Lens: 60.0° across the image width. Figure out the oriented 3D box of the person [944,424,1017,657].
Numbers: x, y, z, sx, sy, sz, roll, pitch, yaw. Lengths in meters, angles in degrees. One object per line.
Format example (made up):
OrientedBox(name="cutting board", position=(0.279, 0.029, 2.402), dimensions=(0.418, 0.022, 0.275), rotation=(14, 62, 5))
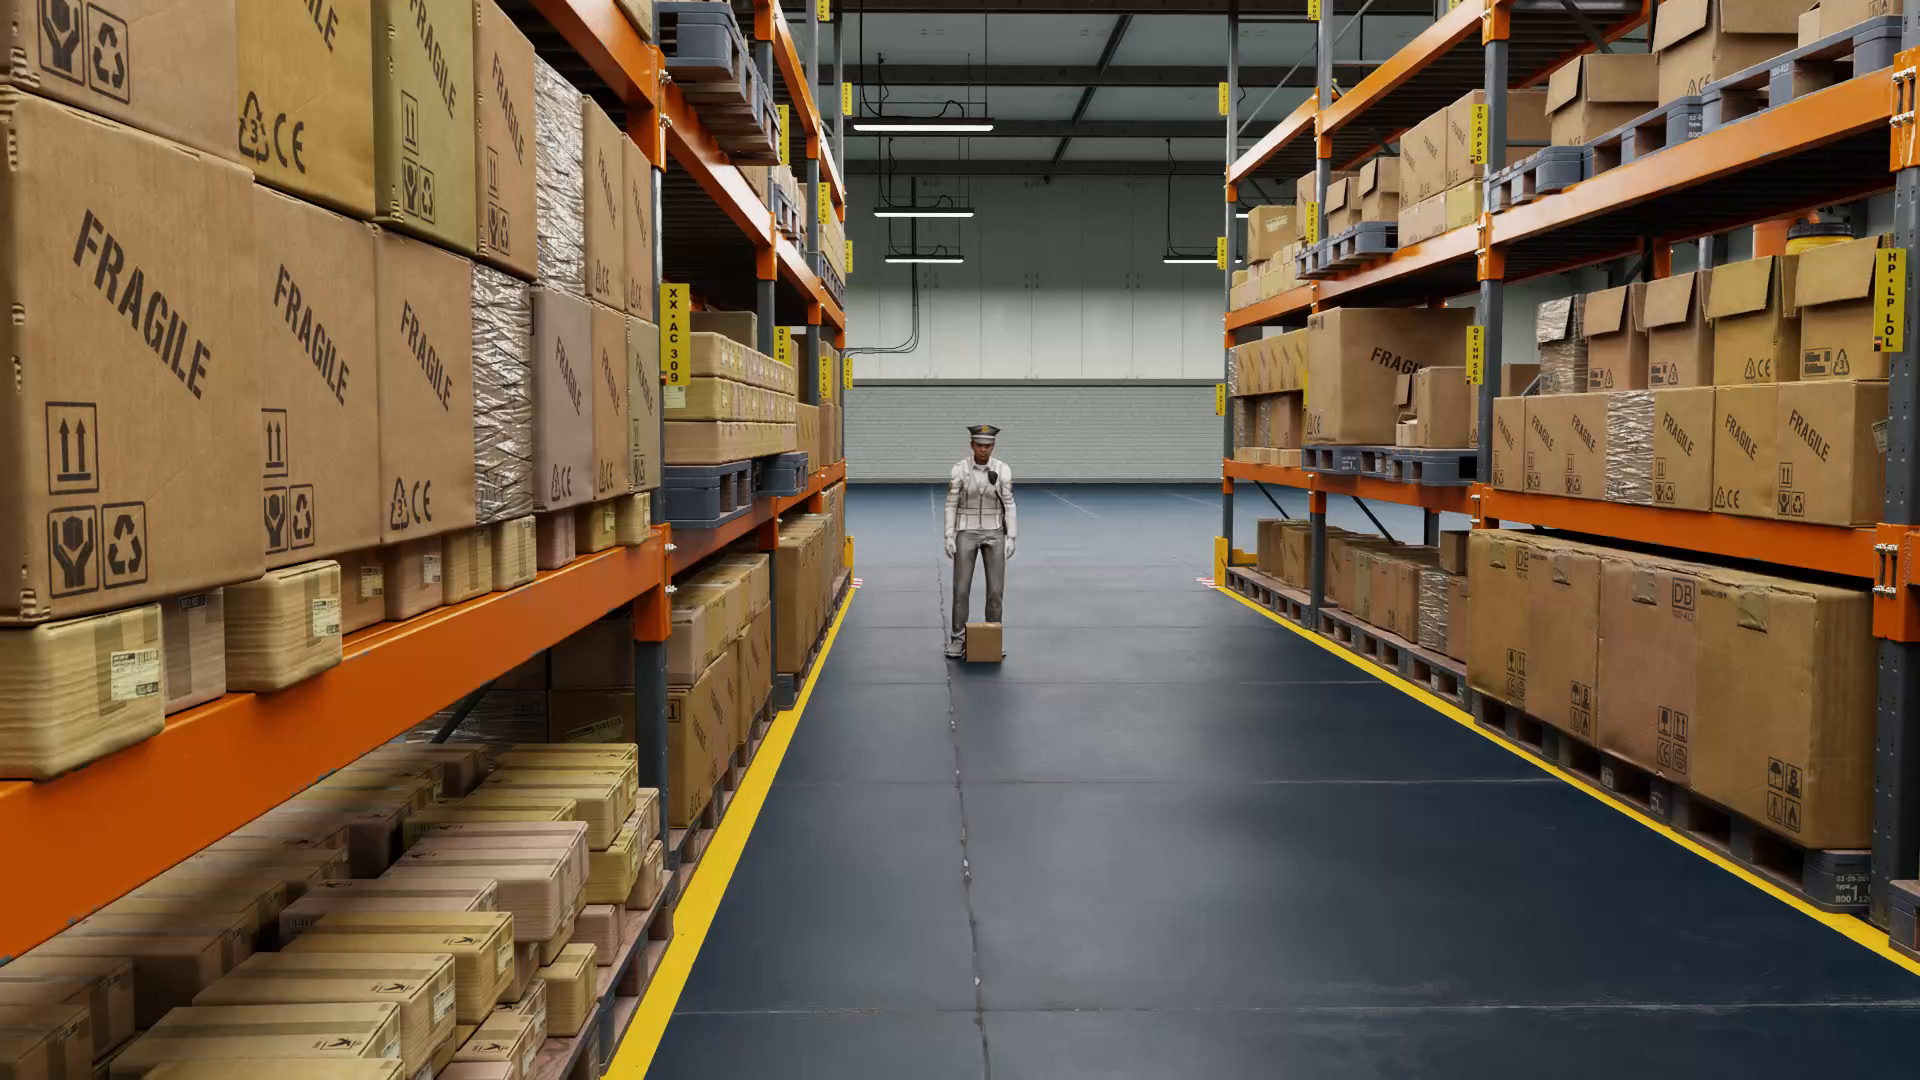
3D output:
OrientedBox(name="person", position=(0.145, 0.001, 11.953), dimensions=(0.528, 1.663, 0.375), rotation=(0, 4, -1))
